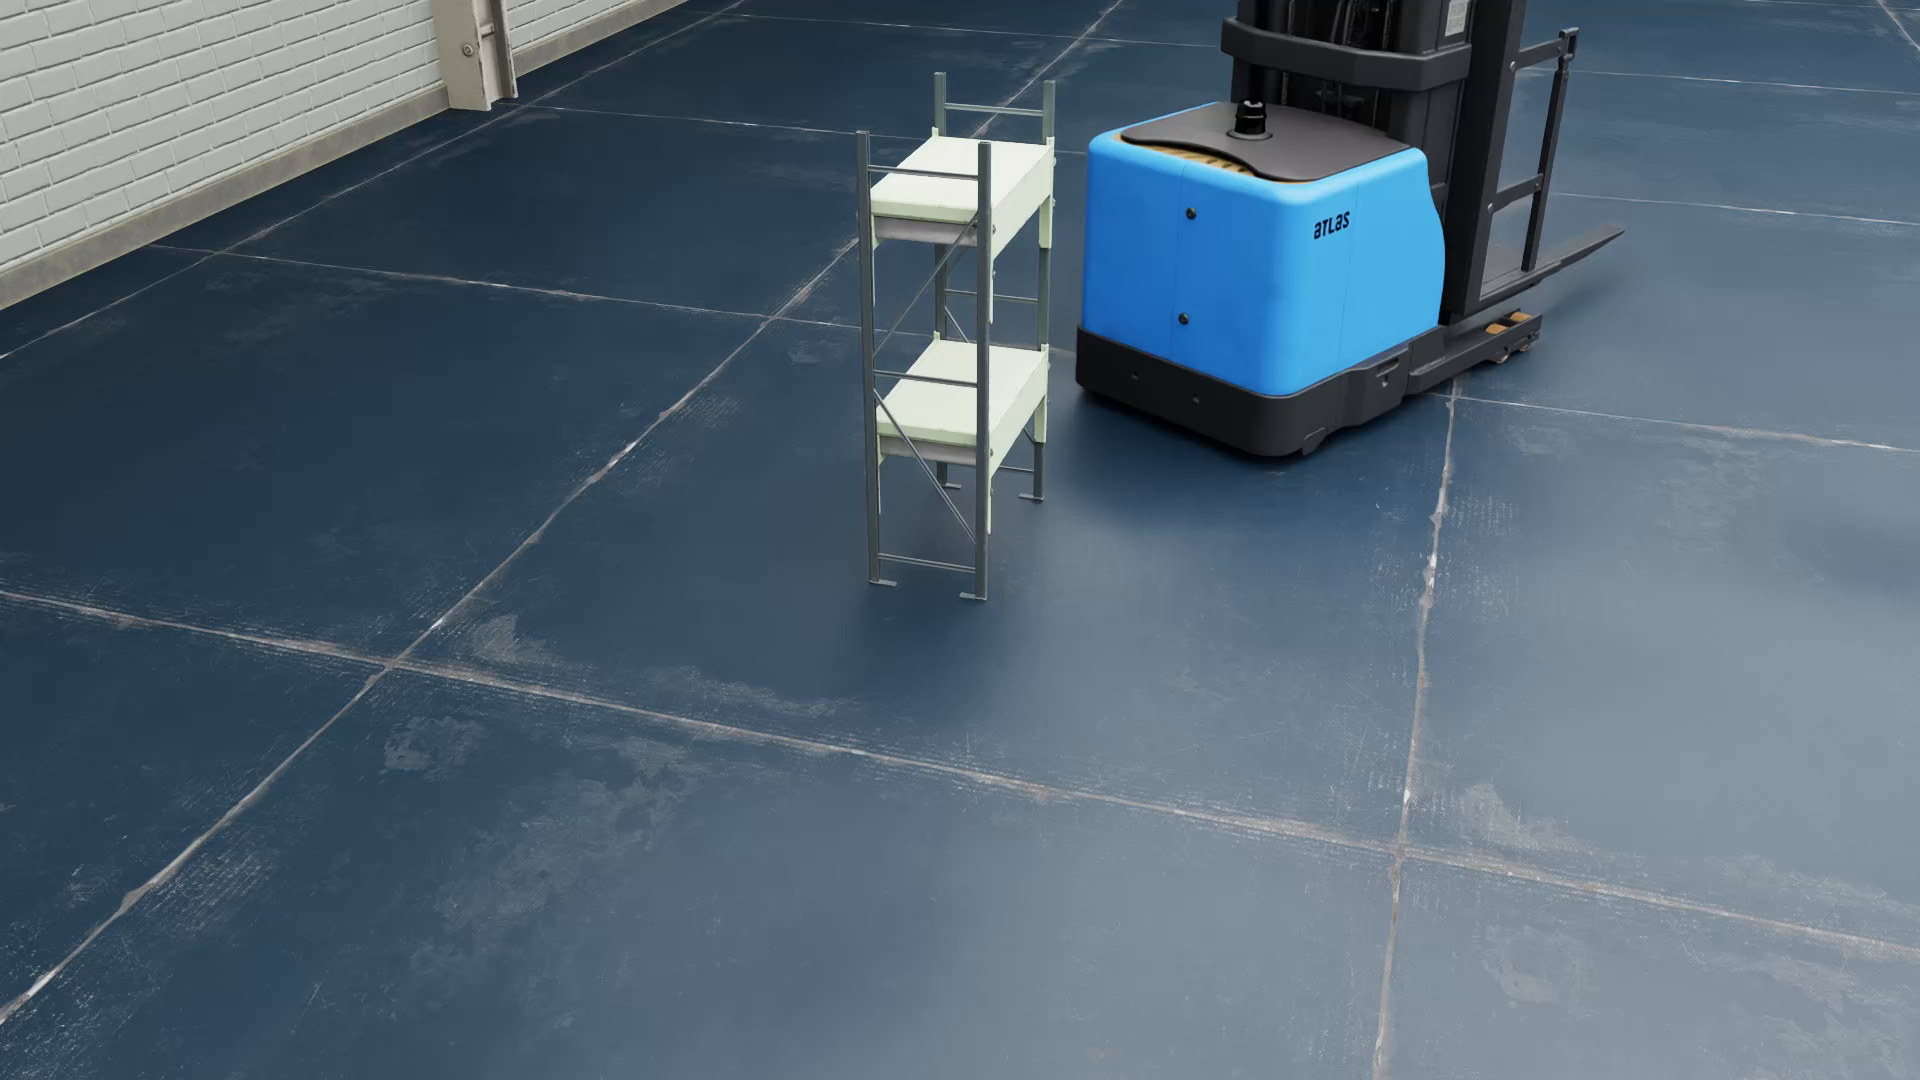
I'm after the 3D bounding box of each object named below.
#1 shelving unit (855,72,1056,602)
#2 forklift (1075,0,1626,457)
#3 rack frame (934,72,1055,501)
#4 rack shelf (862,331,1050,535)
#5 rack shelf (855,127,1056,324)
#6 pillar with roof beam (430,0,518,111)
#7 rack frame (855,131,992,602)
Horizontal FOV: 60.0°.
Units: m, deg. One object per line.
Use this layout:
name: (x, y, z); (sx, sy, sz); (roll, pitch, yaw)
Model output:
shelving unit: (0.002, -0.659, 5.391); (0.431, 1.500, 0.755); (8, 30, 15)
forklift: (1.882, -2.197, 6.685); (3.031, 2.935, 1.130); (-25, 38, -37)
rack frame: (0.109, -0.829, 5.697); (0.400, 1.500, 0.023); (8, 30, 15)
rack shelf: (0.002, -0.374, 5.549); (0.431, 0.370, 0.720); (8, 30, 15)
rack shelf: (0.002, -1.000, 5.201); (0.431, 0.370, 0.720); (8, 30, 15)
pillar with roof beam: (0.977, -6.198, 7.635); (9.100, 9.000, 0.400); (8, 30, 15)
rack frame: (-0.105, -0.488, 5.085); (0.400, 1.500, 0.023); (8, 30, 15)
